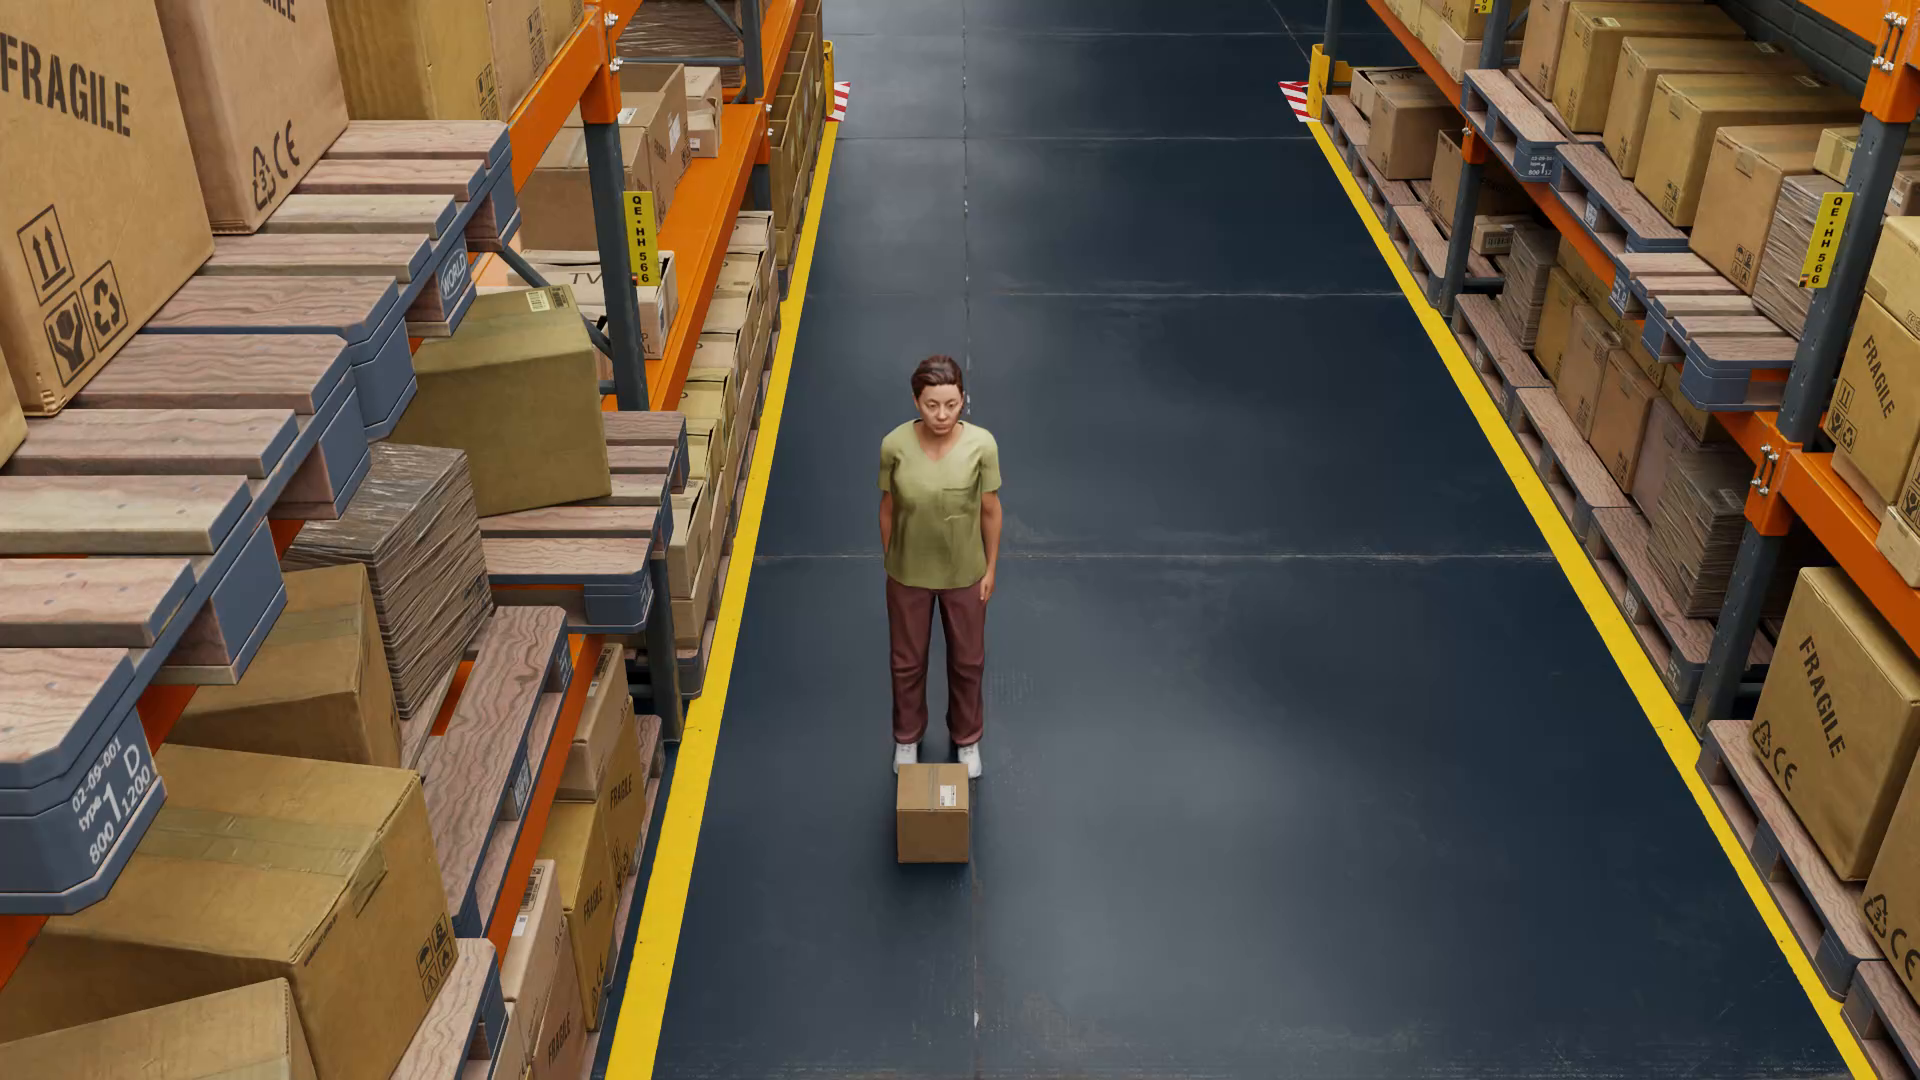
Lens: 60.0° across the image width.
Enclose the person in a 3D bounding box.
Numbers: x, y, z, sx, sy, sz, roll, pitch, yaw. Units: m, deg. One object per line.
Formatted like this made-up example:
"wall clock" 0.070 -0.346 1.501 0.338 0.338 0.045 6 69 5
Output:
"person" -0.073 0.113 5.968 0.440 1.676 0.356 1 32 2
